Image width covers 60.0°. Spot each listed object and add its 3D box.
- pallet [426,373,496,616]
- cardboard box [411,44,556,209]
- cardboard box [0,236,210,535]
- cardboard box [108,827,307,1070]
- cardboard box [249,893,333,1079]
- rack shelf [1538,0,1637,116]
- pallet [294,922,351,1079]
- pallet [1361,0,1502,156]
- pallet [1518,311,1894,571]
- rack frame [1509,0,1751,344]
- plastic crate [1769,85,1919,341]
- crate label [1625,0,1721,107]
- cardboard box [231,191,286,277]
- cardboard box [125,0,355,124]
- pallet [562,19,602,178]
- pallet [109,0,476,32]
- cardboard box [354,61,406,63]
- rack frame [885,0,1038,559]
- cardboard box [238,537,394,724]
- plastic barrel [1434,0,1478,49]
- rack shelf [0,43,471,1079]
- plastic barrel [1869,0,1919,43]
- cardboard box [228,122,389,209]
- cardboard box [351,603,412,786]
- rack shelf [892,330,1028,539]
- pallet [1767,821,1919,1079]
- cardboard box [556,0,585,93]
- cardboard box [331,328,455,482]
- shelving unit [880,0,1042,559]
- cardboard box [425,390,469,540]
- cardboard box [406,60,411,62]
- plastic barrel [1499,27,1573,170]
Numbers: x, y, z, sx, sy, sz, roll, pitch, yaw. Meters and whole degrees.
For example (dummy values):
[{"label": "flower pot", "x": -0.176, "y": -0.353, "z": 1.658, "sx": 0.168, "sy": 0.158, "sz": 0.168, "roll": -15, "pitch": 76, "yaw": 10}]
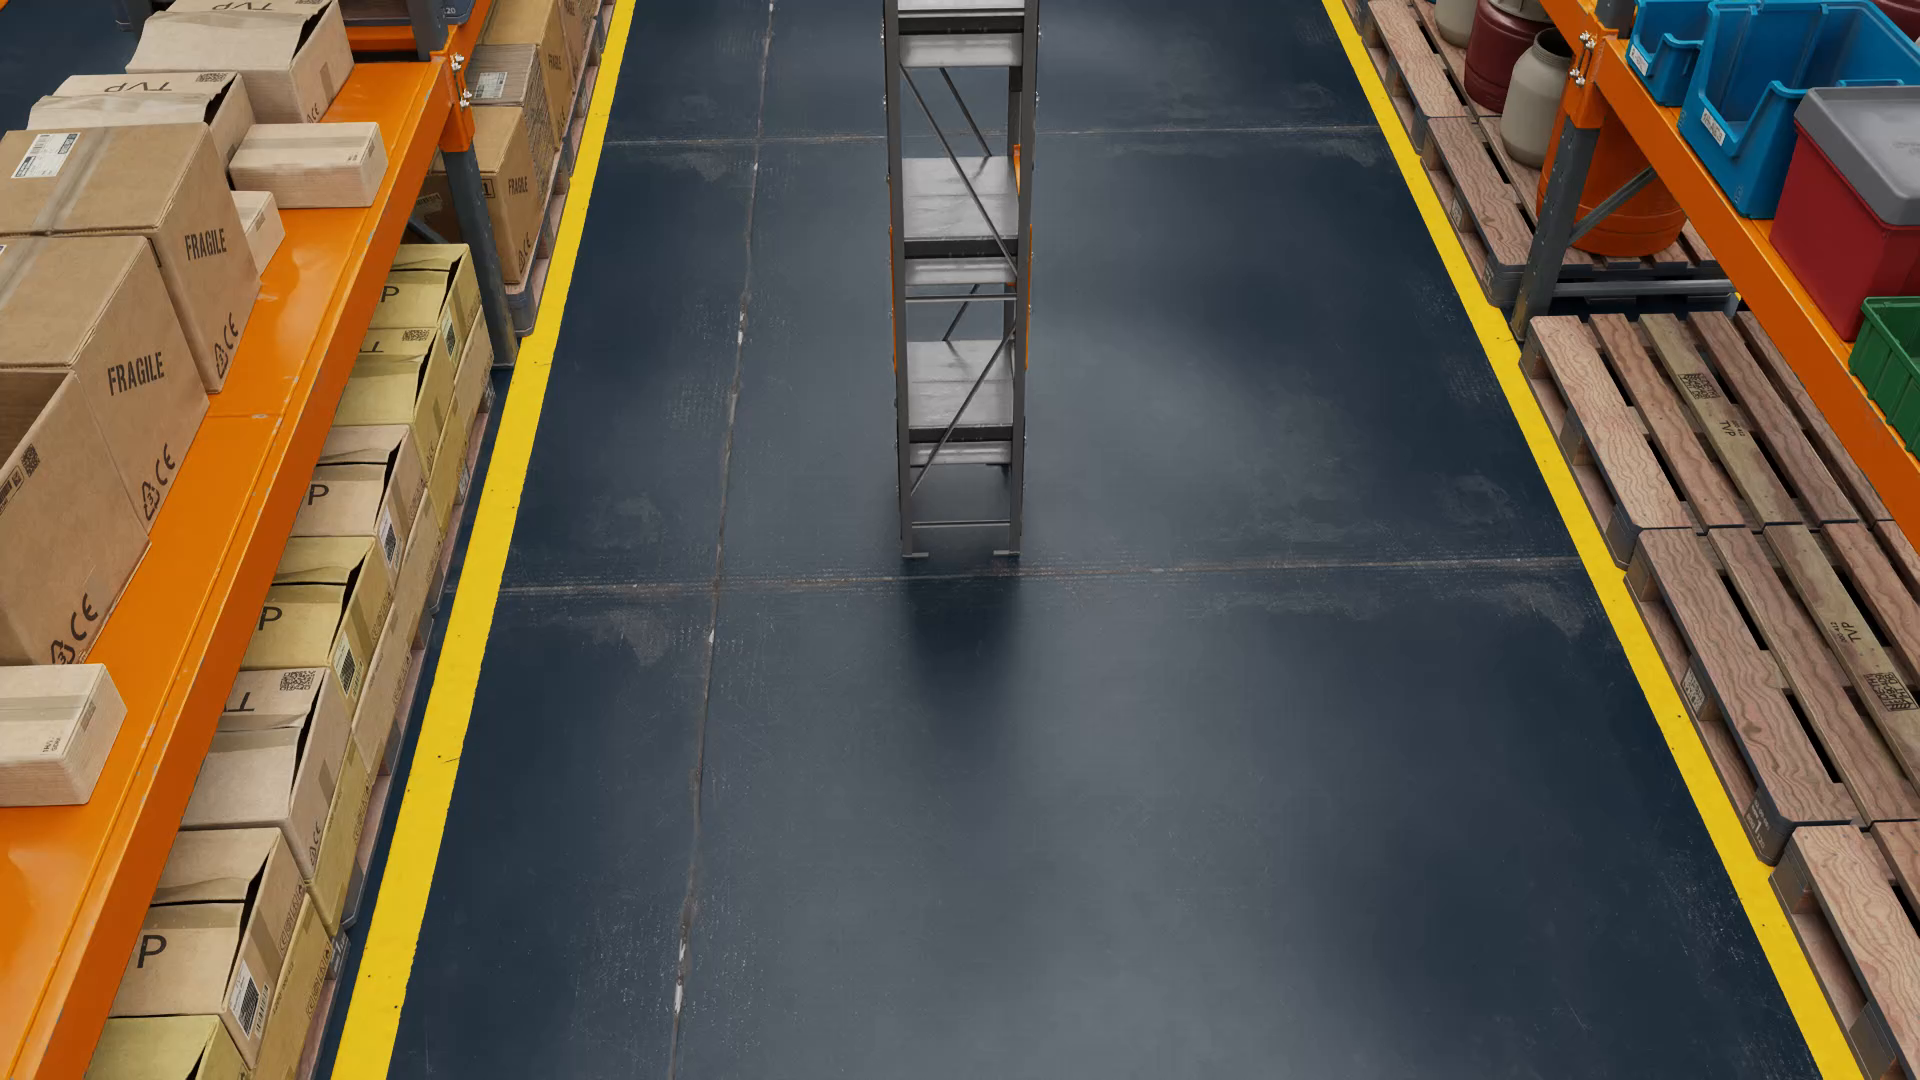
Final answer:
[{"label": "pallet", "x": -2.243, "y": -0.216, "z": 5.830, "sx": 1.003, "sy": 0.211, "sz": 1.213, "roll": -2, "pitch": 43, "yaw": -2}, {"label": "cardboard box", "x": -2.000, "y": -1.711, "z": 6.921, "sx": 0.500, "sy": 0.500, "sz": 0.500, "roll": -3, "pitch": 43, "yaw": -3}, {"label": "cardboard box", "x": -2.129, "y": -0.350, "z": 3.838, "sx": 0.500, "sy": 0.500, "sz": 0.500, "roll": -2, "pitch": 43, "yaw": -2}, {"label": "cardboard box", "x": -1.853, "y": 0.927, "z": 3.828, "sx": 0.500, "sy": 0.311, "sz": 0.500, "roll": -2, "pitch": 43, "yaw": -2}, {"label": "cardboard box", "x": -1.859, "y": 1.133, "z": 4.018, "sx": 0.500, "sy": 0.250, "sz": 0.500, "roll": -1, "pitch": 43, "yaw": -1}, {"label": "rack shelf", "x": 2.626, "y": -3.026, "z": 7.364, "sx": 1.077, "sy": 0.370, "sz": 4.000, "roll": -2, "pitch": 43, "yaw": -2}, {"label": "pallet", "x": -2.139, "y": 1.431, "z": 4.033, "sx": 1.003, "sy": 0.211, "sz": 1.213, "roll": -2, "pitch": 43, "yaw": -2}, {"label": "pallet", "x": 2.587, "y": -2.266, "z": 8.065, "sx": 1.003, "sy": 0.211, "sz": 1.213, "roll": -2, "pitch": 43, "yaw": -2}, {"label": "pallet", "x": 2.705, "y": -0.389, "z": 6.018, "sx": 1.003, "sy": 0.211, "sz": 1.213, "roll": -2, "pitch": 43, "yaw": -2}, {"label": "rack frame", "x": 2.710, "y": -1.941, "z": 5.648, "sx": 1.000, "sy": 3.000, "sz": 0.127, "roll": -2, "pitch": 43, "yaw": -2}, {"label": "plastic crate", "x": 2.473, "y": -0.865, "z": 4.426, "sx": 0.402, "sy": 0.464, "sz": 0.583, "roll": -2, "pitch": 43, "yaw": -2}, {"label": "crate label", "x": 2.354, "y": -1.584, "z": 5.382, "sx": 0.303, "sy": 0.233, "sz": 0.416, "roll": -2, "pitch": 43, "yaw": -2}, {"label": "cardboard box", "x": -2.128, "y": -0.849, "z": 4.643, "sx": 0.380, "sy": 0.149, "sz": 0.250, "roll": 1, "pitch": 43, "yaw": 1}, {"label": "cardboard box", "x": -2.267, "y": -1.522, "z": 5.256, "sx": 0.500, "sy": 0.311, "sz": 0.500, "roll": 1, "pitch": 43, "yaw": 1}, {"label": "pallet", "x": -2.281, "y": -2.100, "z": 7.885, "sx": 1.003, "sy": 0.211, "sz": 1.213, "roll": -2, "pitch": 43, "yaw": -2}, {"label": "pallet", "x": -2.337, "y": -2.186, "z": 6.057, "sx": 1.213, "sy": 0.211, "sz": 1.003, "roll": -2, "pitch": 43, "yaw": -2}, {"label": "cardboard box", "x": -2.519, "y": -1.981, "z": 6.661, "sx": 0.500, "sy": 0.250, "sz": 0.500, "roll": 0, "pitch": 43, "yaw": 0}, {"label": "rack frame", "x": 0.003, "y": -0.721, "z": 4.983, "sx": 0.400, "sy": 2.100, "sz": 0.015, "roll": -2, "pitch": 43, "yaw": -2}, {"label": "cardboard box", "x": -1.904, "y": 0.227, "z": 4.591, "sx": 0.500, "sy": 0.311, "sz": 0.500, "roll": -1, "pitch": 43, "yaw": -1}, {"label": "plastic barrel", "x": 2.511, "y": -2.649, "z": 7.951, "sx": 0.421, "sy": 0.512, "sz": 0.421, "roll": 0, "pitch": 43, "yaw": 0}, {"label": "rack shelf", "x": -2.154, "y": -0.186, "z": 4.265, "sx": 1.077, "sy": 0.370, "sz": 4.000, "roll": -2, "pitch": 43, "yaw": -2}, {"label": "plastic barrel", "x": 3.033, "y": -1.686, "z": 5.269, "sx": 0.600, "sy": 0.536, "sz": 0.708, "roll": -2, "pitch": 43, "yaw": -2}, {"label": "cardboard box", "x": -1.924, "y": -1.109, "z": 4.926, "sx": 0.380, "sy": 0.149, "sz": 0.250, "roll": -2, "pitch": 43, "yaw": -2}, {"label": "cardboard box", "x": -1.904, "y": 0.440, "z": 4.774, "sx": 0.500, "sy": 0.250, "sz": 0.500, "roll": -1, "pitch": 43, "yaw": -1}, {"label": "rack shelf", "x": -0.007, "y": -0.360, "z": 5.645, "sx": 0.431, "sy": 0.518, "sz": 0.480, "roll": -2, "pitch": 43, "yaw": -2}, {"label": "pallet", "x": 2.808, "y": 1.258, "z": 4.221, "sx": 1.003, "sy": 0.211, "sz": 1.213, "roll": -2, "pitch": 43, "yaw": -2}, {"label": "cardboard box", "x": -2.044, "y": -2.402, "z": 7.675, "sx": 0.500, "sy": 0.500, "sz": 0.500, "roll": -3, "pitch": 43, "yaw": -3}, {"label": "cardboard box", "x": -1.942, "y": -0.452, "z": 5.332, "sx": 0.500, "sy": 0.311, "sz": 0.500, "roll": -2, "pitch": 43, "yaw": -2}, {"label": "shelving unit", "x": -0.007, "y": -0.886, "z": 5.162, "sx": 0.431, "sy": 2.100, "sz": 0.503, "roll": -2, "pitch": 43, "yaw": -2}, {"label": "cardboard box", "x": -1.947, "y": -0.246, "z": 5.523, "sx": 0.500, "sy": 0.250, "sz": 0.500, "roll": -2, "pitch": 43, "yaw": -2}, {"label": "cardboard box", "x": -2.513, "y": -1.667, "z": 6.873, "sx": 0.500, "sy": 0.500, "sz": 0.500, "roll": 0, "pitch": 43, "yaw": 0}, {"label": "plastic barrel", "x": 2.559, "y": -1.887, "z": 7.119, "sx": 0.421, "sy": 0.512, "sz": 0.421, "roll": 0, "pitch": 43, "yaw": 0}]
